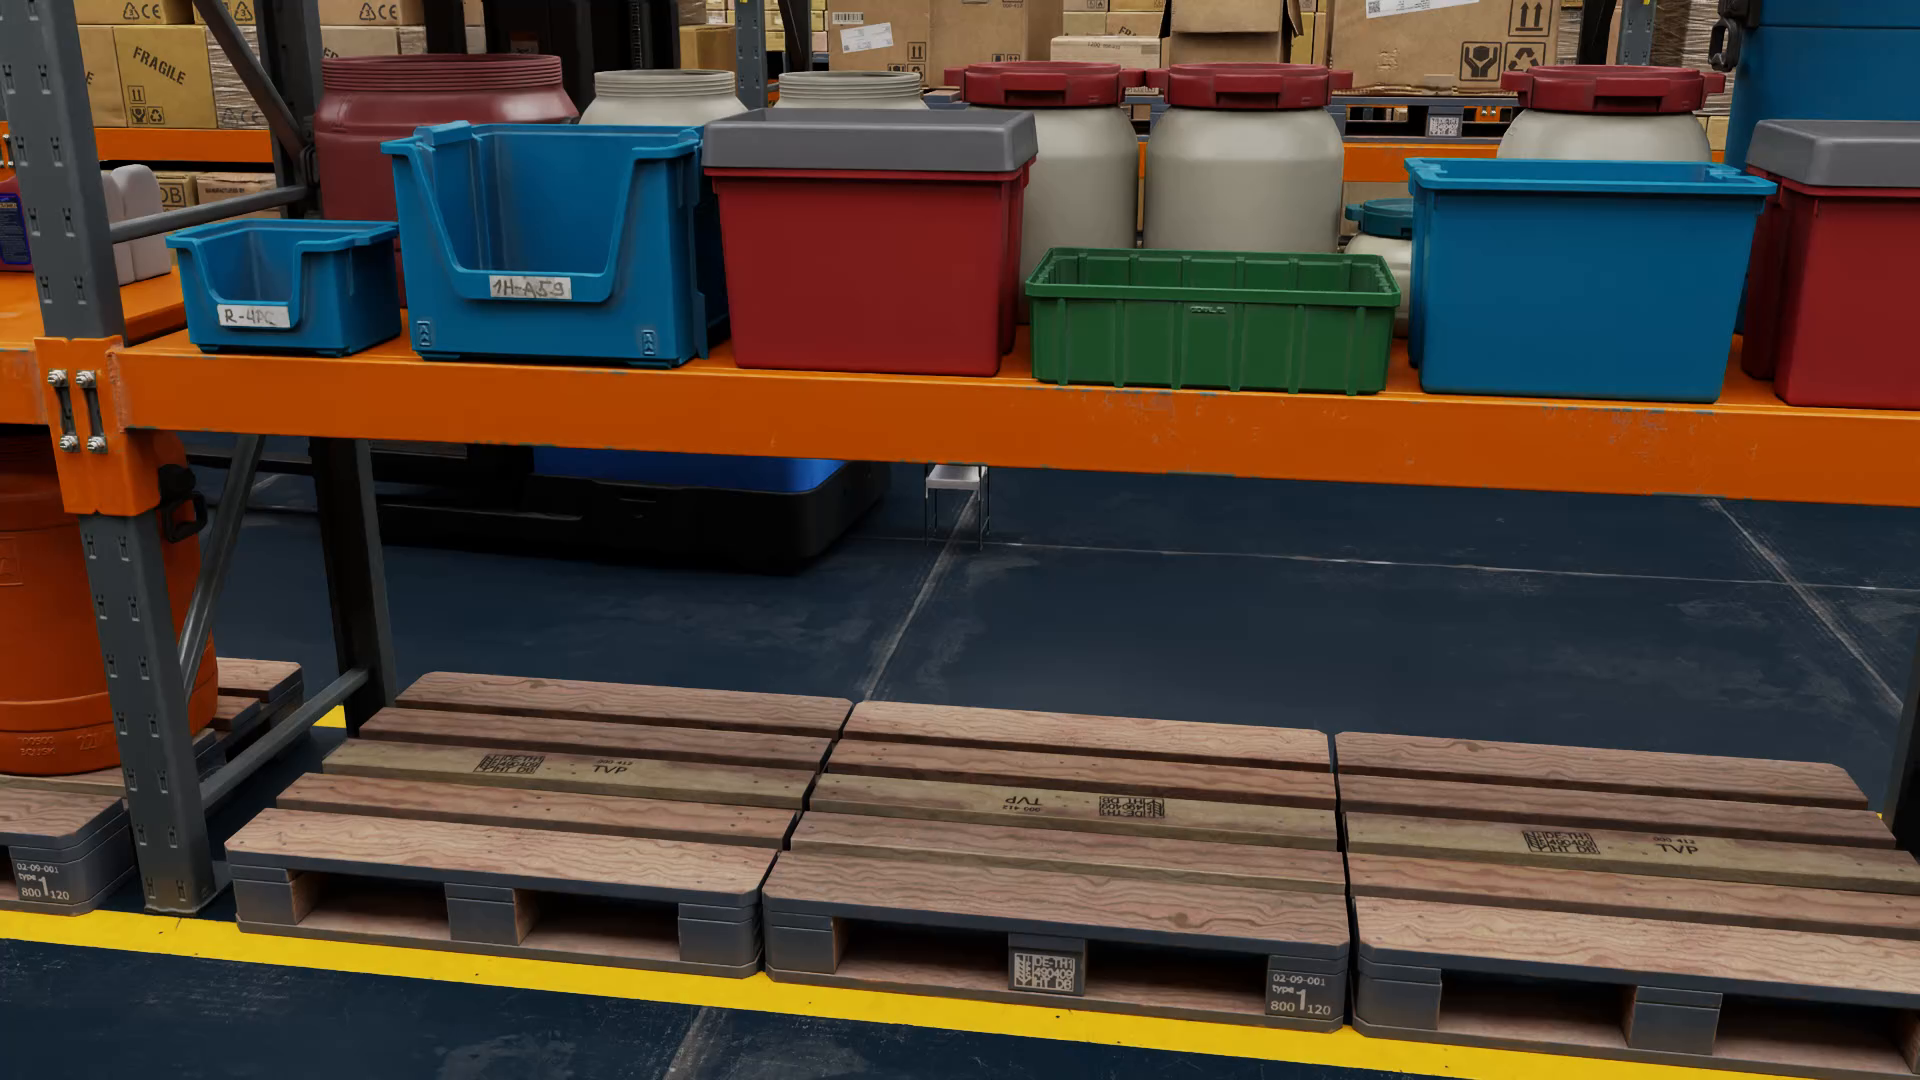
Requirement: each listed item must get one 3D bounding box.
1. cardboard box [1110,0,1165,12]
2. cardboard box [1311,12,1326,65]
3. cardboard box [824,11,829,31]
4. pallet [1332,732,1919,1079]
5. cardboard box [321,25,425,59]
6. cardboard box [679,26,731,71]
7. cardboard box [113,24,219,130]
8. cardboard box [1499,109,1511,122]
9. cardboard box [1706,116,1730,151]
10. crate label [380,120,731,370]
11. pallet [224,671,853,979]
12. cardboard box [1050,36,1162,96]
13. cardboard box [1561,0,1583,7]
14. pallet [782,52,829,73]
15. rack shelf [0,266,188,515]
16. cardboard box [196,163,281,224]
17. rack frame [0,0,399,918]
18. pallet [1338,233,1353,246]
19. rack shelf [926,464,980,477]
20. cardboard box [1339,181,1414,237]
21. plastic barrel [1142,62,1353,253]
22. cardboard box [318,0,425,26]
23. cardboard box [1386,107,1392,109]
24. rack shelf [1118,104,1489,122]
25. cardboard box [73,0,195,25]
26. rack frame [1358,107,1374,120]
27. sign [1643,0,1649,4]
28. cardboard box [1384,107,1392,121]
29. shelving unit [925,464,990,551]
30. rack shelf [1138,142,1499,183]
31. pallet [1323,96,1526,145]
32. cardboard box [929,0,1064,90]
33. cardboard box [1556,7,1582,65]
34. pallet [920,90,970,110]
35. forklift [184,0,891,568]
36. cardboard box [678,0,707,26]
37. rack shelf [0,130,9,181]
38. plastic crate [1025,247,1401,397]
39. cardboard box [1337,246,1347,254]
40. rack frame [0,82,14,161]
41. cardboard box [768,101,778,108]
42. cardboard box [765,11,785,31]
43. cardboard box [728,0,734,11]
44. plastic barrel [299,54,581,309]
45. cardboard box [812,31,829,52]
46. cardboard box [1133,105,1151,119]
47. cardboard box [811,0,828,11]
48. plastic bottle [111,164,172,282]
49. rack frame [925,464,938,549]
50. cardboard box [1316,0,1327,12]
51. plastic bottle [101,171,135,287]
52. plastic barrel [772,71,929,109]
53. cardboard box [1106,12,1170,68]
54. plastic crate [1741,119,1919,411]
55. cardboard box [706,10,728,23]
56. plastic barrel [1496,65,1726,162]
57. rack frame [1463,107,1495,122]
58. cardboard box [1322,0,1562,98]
[{"bbox_3d":[1.413,-4.275,12.619,0.500,0.500,0.700,3,19,8],"label":"cardboard box"},{"bbox_3d":[2.858,-3.643,12.307,0.500,0.500,0.500,3,19,8],"label":"cardboard box"},{"bbox_3d":[-0.859,-3.945,12.633,0.250,0.149,0.380,4,19,11],"label":"cardboard box"},{"bbox_3d":[1.461,0.768,3.676,1.213,0.211,1.003,3,19,9],"label":"pallet"},{"bbox_3d":[-2.955,-2.353,8.451,0.500,0.500,0.500,3,19,10],"label":"cardboard box"},{"bbox_3d":[-1.448,-2.275,8.218,0.500,0.500,0.500,4,19,10],"label":"cardboard box"},{"bbox_3d":[-3.960,-2.403,8.599,0.500,0.500,0.500,3,19,9],"label":"cardboard box"},{"bbox_3d":[4.525,-2.766,12.529,0.875,0.875,0.875,3,19,9],"label":"cardboard box"},{"bbox_3d":[3.437,-1.838,7.466,0.250,0.149,0.380,3,19,9],"label":"cardboard box"},{"bbox_3d":[-0.769,-0.611,3.346,0.616,0.435,0.502,3,19,9],"label":"crate label"},{"bbox_3d":[-0.948,0.645,4.043,1.213,0.211,1.003,3,19,9],"label":"pallet"},{"bbox_3d":[0.697,-2.252,7.881,0.500,0.250,0.500,2,19,7],"label":"cardboard box"},{"bbox_3d":[4.273,-4.182,12.136,0.550,0.550,0.875,3,19,9],"label":"cardboard box"},{"bbox_3d":[-0.755,-3.741,13.058,1.003,0.211,1.213,3,19,9],"label":"pallet"},{"bbox_3d":[-3.682,-0.488,4.169,4.000,0.370,1.077,3,19,9],"label":"rack shelf"},{"bbox_3d":[-3.353,-1.603,9.052,0.875,0.875,1.225,2,19,7],"label":"cardboard box"},{"bbox_3d":[-1.707,-0.729,3.754,0.127,3.000,1.000,3,19,9],"label":"rack frame"},{"bbox_3d":[3.141,-2.321,12.907,1.213,0.211,1.003,3,19,9],"label":"pallet"},{"bbox_3d":[-0.008,-0.310,6.201,0.200,0.077,0.258,3,19,9],"label":"rack shelf"},{"bbox_3d":[3.287,-2.763,12.718,0.750,0.750,1.050,3,19,8],"label":"cardboard box"},{"bbox_3d":[0.608,-0.746,3.590,0.433,0.535,0.433,0,18,0],"label":"plastic barrel"},{"bbox_3d":[-2.947,-2.911,8.537,0.637,0.503,0.797,4,19,10],"label":"cardboard box"},{"bbox_3d":[5.812,-5.750,21.645,0.500,0.250,0.500,3,19,8],"label":"cardboard box"},{"bbox_3d":[1.940,-3.387,12.834,4.000,0.370,1.077,3,19,9],"label":"rack shelf"},{"bbox_3d":[-4.239,-2.975,8.730,0.637,0.503,0.797,2,19,7],"label":"cardboard box"},{"bbox_3d":[5.384,-6.739,21.717,0.127,3.000,1.000,3,19,9],"label":"rack frame"},{"bbox_3d":[2.944,-2.454,7.086,0.005,0.325,0.100,3,19,9],"label":"sign"},{"bbox_3d":[5.809,-5.506,21.704,0.500,0.250,0.500,3,19,9],"label":"cardboard box"},{"bbox_3d":[-0.008,-0.427,6.162,0.210,0.900,0.258,3,19,9],"label":"shelving unit"},{"bbox_3d":[1.053,-1.839,8.205,4.000,0.370,1.077,3,19,9],"label":"rack shelf"},{"bbox_3d":[2.297,-2.072,8.071,1.213,0.211,1.003,3,19,9],"label":"pallet"},{"bbox_3d":[0.185,-2.516,8.275,0.500,0.500,0.700,6,19,17],"label":"cardboard box"},{"bbox_3d":[4.281,-3.684,12.351,0.550,0.550,0.875,3,19,9],"label":"cardboard box"},{"bbox_3d":[-0.201,-2.187,8.414,1.003,0.211,1.213,3,19,9],"label":"pallet"},{"bbox_3d":[-1.855,-1.529,6.254,3.031,2.935,1.130,5,19,14],"label":"forklift"},{"bbox_3d":[-1.641,-2.845,8.342,0.637,0.503,0.797,4,19,11],"label":"cardboard box"},{"bbox_3d":[-6.845,-2.241,9.408,4.000,0.370,1.077,3,19,9],"label":"rack shelf"},{"bbox_3d":[0.478,-0.426,3.183,0.662,0.188,0.450,3,19,9],"label":"plastic crate"},{"bbox_3d":[1.957,-1.170,8.318,0.500,0.500,0.700,3,19,8],"label":"cardboard box"},{"bbox_3d":[-4.871,-2.482,8.993,0.127,3.000,1.000,3,19,9],"label":"rack frame"},{"bbox_3d":[-1.781,-4.729,18.396,0.875,0.875,0.875,3,19,10],"label":"cardboard box"},{"bbox_3d":[-1.366,-3.971,12.708,0.250,0.149,0.380,3,19,9],"label":"cardboard box"},{"bbox_3d":[-1.599,-4.125,12.701,0.250,0.149,0.380,3,19,9],"label":"cardboard box"},{"bbox_3d":[-1.201,-0.865,3.946,0.708,0.536,0.600,3,19,9],"label":"plastic barrel"},{"bbox_3d":[-1.094,-3.816,12.715,0.250,0.149,0.380,3,19,10],"label":"cardboard box"},{"bbox_3d":[2.694,-5.947,22.431,0.625,0.625,0.875,4,19,10],"label":"cardboard box"},{"bbox_3d":[-1.098,-4.099,12.623,0.250,0.149,0.380,4,19,10],"label":"cardboard box"},{"bbox_3d":[-2.083,-0.793,4.141,0.135,0.276,0.152,3,19,9],"label":"plastic bottle"},{"bbox_3d":[-0.108,-0.432,6.177,0.006,0.900,0.240,3,19,9],"label":"rack frame"},{"bbox_3d":[2.915,-4.198,12.389,0.500,0.500,0.700,3,19,8],"label":"cardboard box"},{"bbox_3d":[-2.107,-0.745,3.999,0.135,0.276,0.152,3,19,9],"label":"plastic bottle"},{"bbox_3d":[-0.241,-0.776,3.718,0.421,0.512,0.421,0,18,0],"label":"plastic barrel"},{"bbox_3d":[1.366,-3.719,12.534,0.500,0.500,0.500,3,19,9],"label":"cardboard box"},{"bbox_3d":[1.716,-0.486,2.928,0.583,0.464,0.402,3,19,9],"label":"plastic crate"},{"bbox_3d":[-1.869,-3.997,12.786,0.250,0.149,0.380,3,19,10],"label":"cardboard box"},{"bbox_3d":[1.333,-0.709,3.480,0.433,0.535,0.433,0,18,0],"label":"plastic barrel"},{"bbox_3d":[3.915,-3.628,12.419,0.127,3.000,1.000,3,19,9],"label":"rack frame"},{"bbox_3d":[2.266,-2.647,7.879,1.000,1.000,1.000,3,19,9],"label":"cardboard box"}]
